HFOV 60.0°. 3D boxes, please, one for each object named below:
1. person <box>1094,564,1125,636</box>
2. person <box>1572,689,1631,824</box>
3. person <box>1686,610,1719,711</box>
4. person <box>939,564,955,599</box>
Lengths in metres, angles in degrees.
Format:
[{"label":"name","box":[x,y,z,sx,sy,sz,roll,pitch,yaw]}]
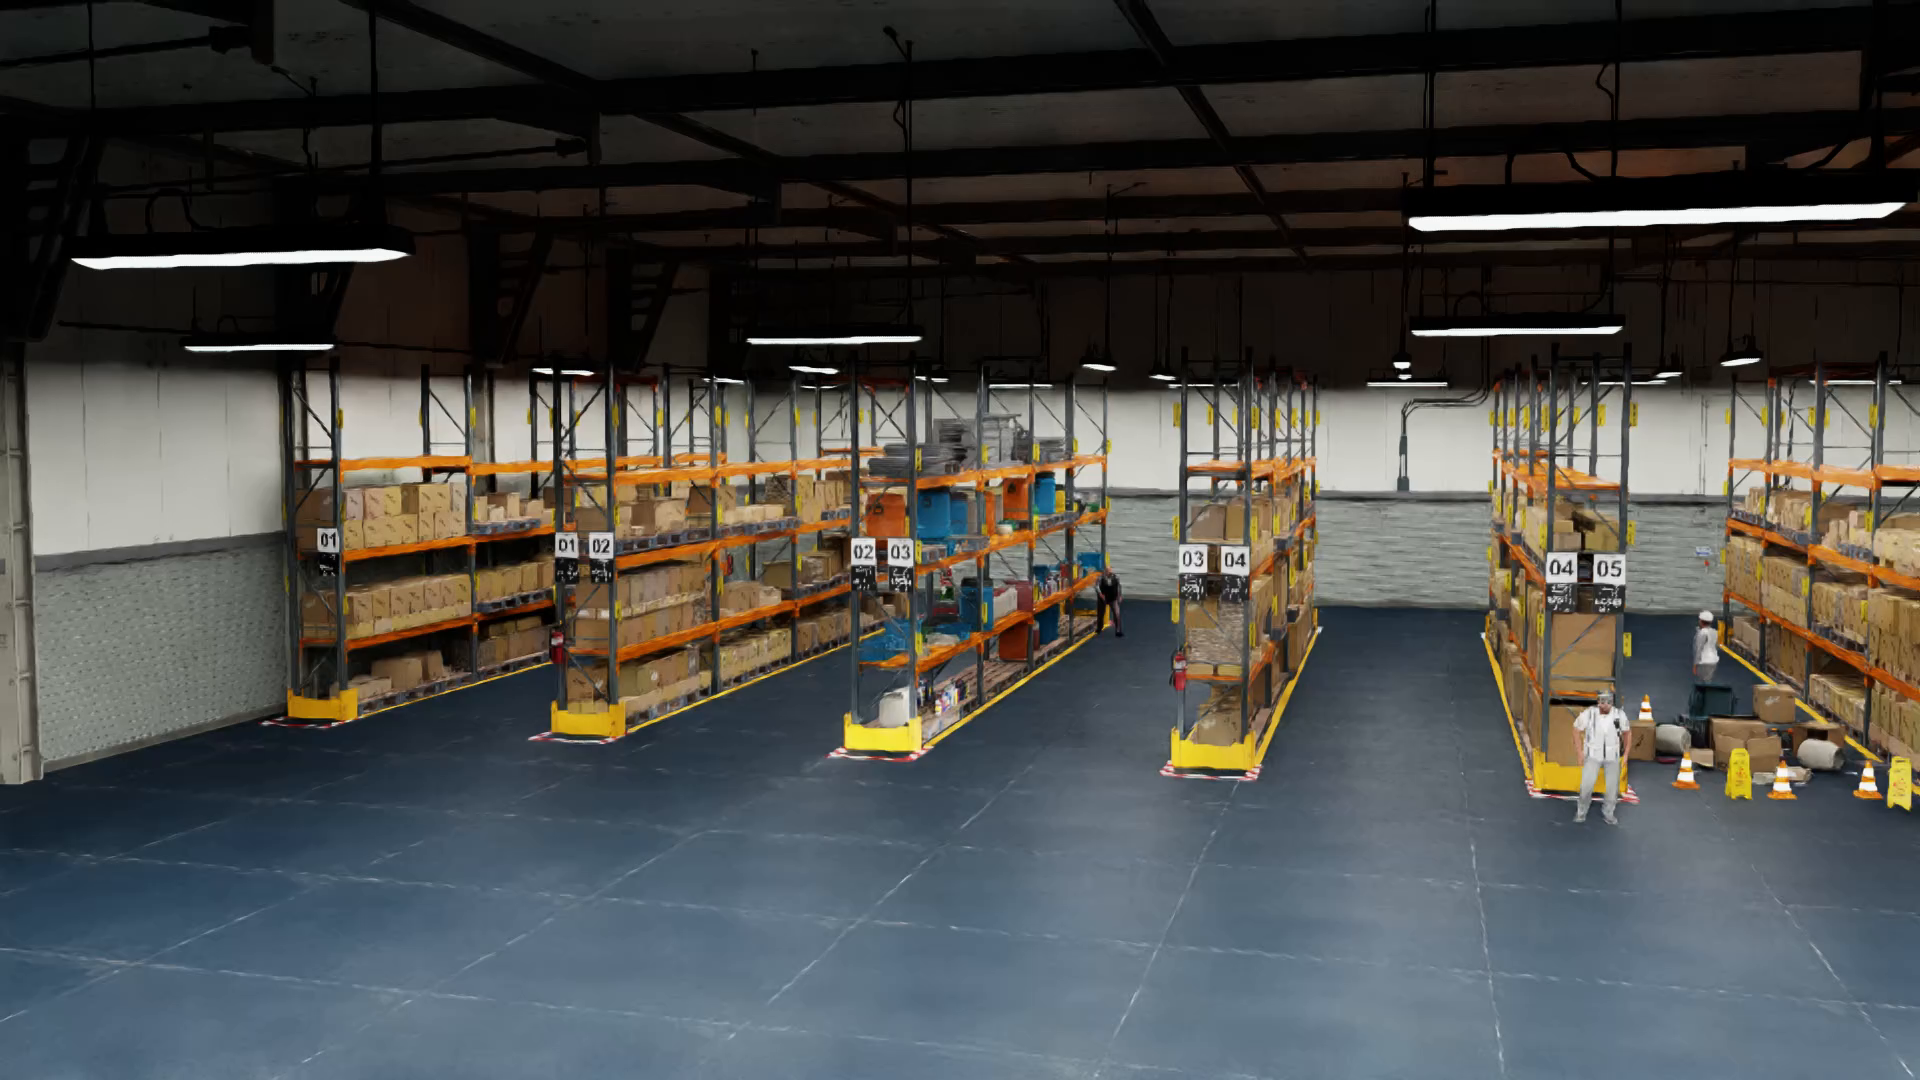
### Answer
[{"label":"person","box":[3.415,1.363,38.239,0.681,1.658,0.844,0,4,-2]},{"label":"person","box":[7.907,2.646,20.501,0.682,1.715,0.542,1,4,13]},{"label":"person","box":[12.446,2.058,27.857,0.576,1.768,0.626,4,6,44]},{"label":"person","box":[-0.304,1.127,40.580,0.501,1.791,0.647,2,5,24]}]
